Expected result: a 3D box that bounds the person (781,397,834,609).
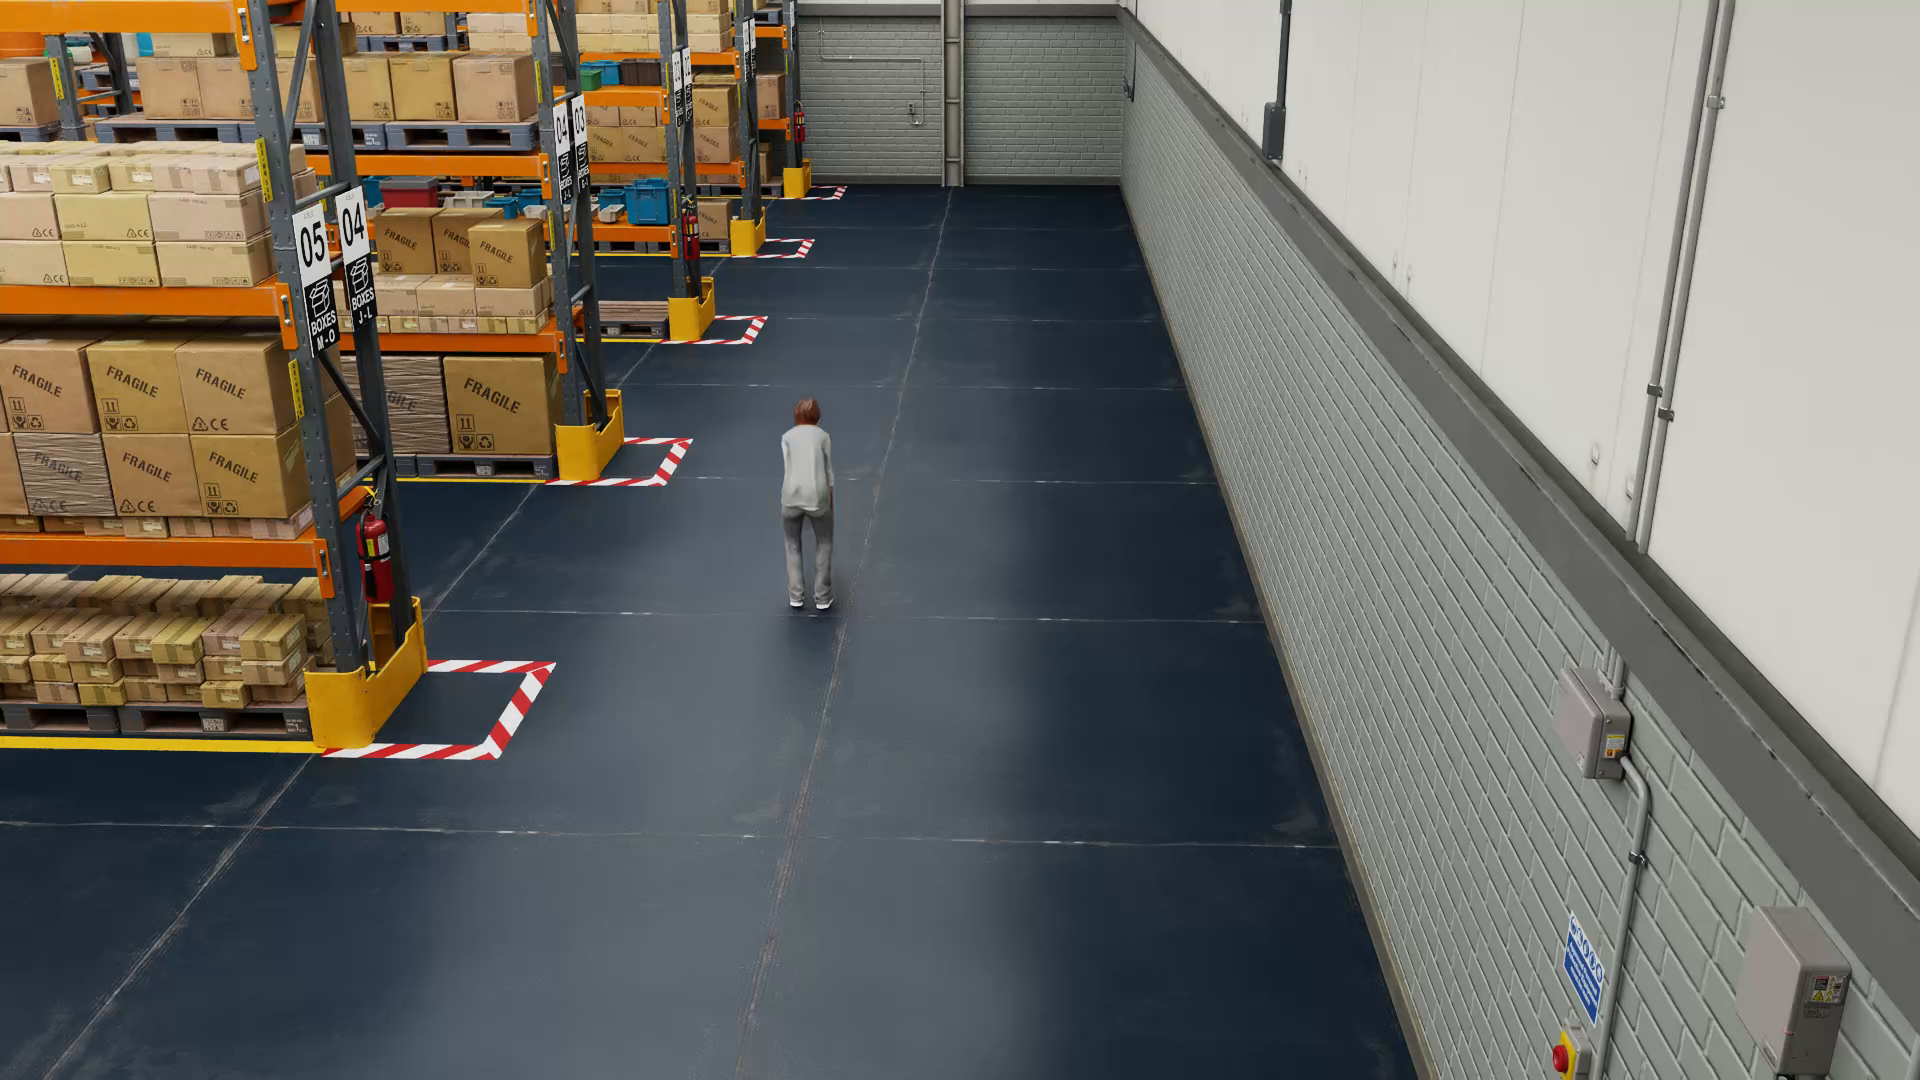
[{"bbox_3d":[-1.089,-0.259,11.948,0.373,1.472,0.637,0,21,1],"label":"person"}]
